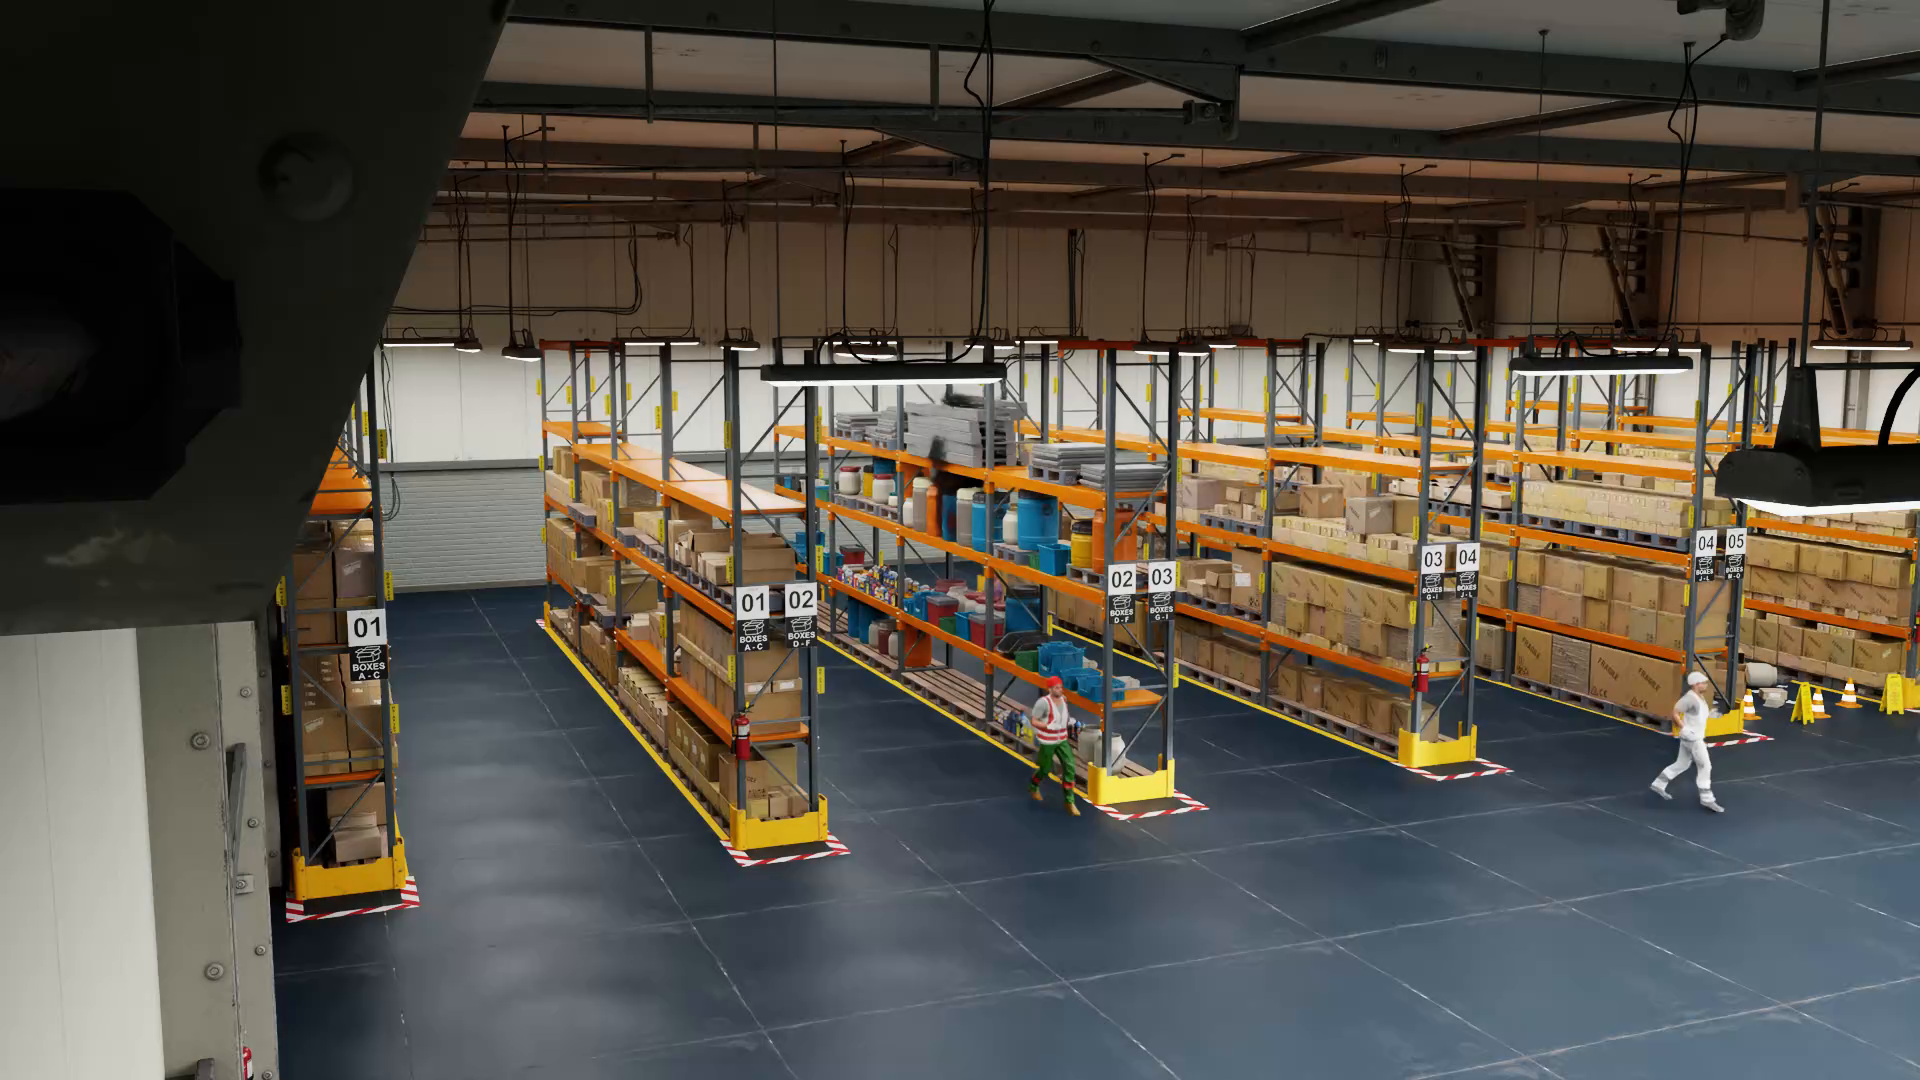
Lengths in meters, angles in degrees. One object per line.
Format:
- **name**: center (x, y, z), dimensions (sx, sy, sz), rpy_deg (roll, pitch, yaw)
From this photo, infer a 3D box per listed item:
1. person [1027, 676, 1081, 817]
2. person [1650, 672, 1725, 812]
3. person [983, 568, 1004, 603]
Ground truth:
- **person**: center (1.190, 2.643, 21.651), dimensions (0.682, 1.812, 0.937), rpy_deg (-5, 9, -32)
- **person**: center (9.575, 2.610, 21.807), dimensions (0.916, 1.815, 0.629), rpy_deg (3, 8, 22)
- **person**: center (0.697, 1.330, 32.521), dimensions (0.567, 1.566, 0.575), rpy_deg (-4, 8, -29)
